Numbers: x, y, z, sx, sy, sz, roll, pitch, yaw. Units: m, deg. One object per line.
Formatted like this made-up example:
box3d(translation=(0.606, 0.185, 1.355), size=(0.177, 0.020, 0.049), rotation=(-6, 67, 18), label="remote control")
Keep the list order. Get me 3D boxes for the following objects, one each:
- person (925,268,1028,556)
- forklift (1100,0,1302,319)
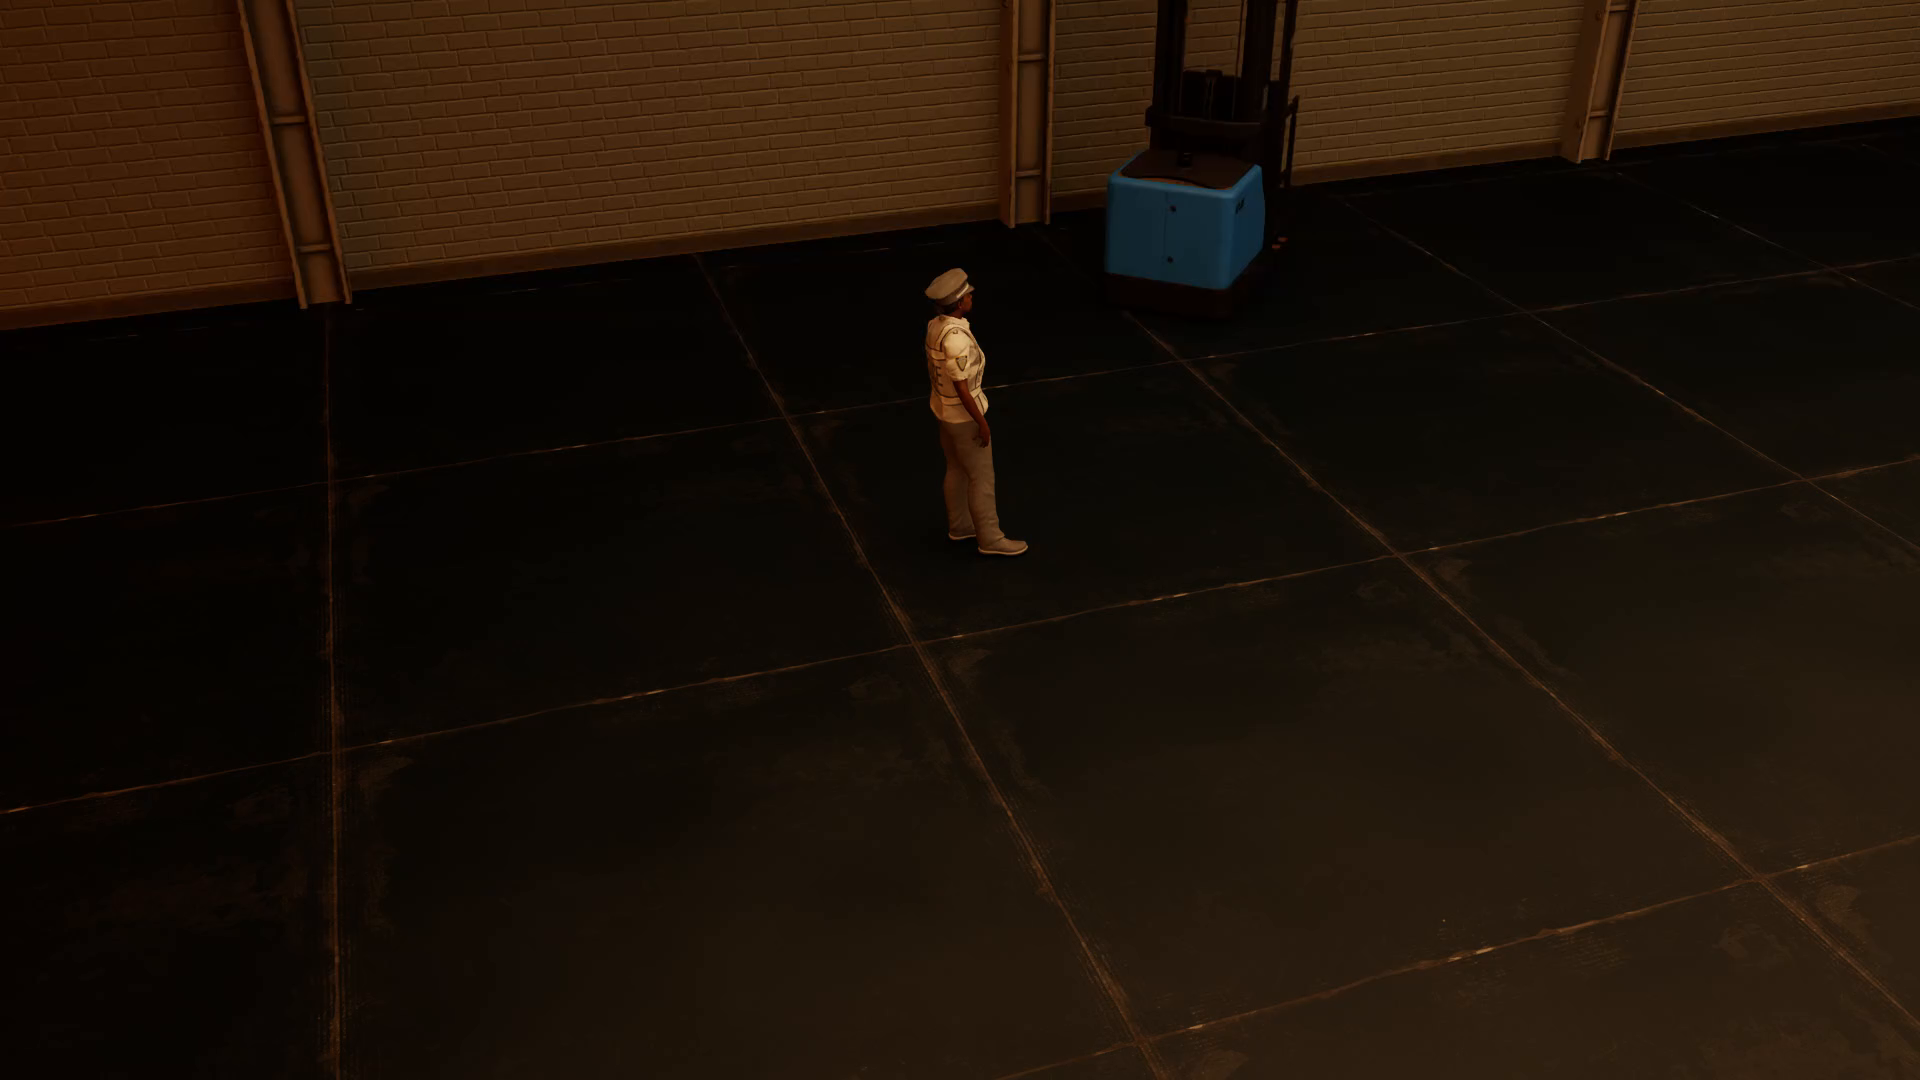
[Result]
box3d(translation=(0.078, -0.743, 9.604), size=(0.528, 1.695, 0.569), rotation=(-10, 31, -16), label="person")
box3d(translation=(2.185, -3.689, 13.498), size=(1.130, 2.935, 3.031), rotation=(13, 32, 21), label="forklift")
